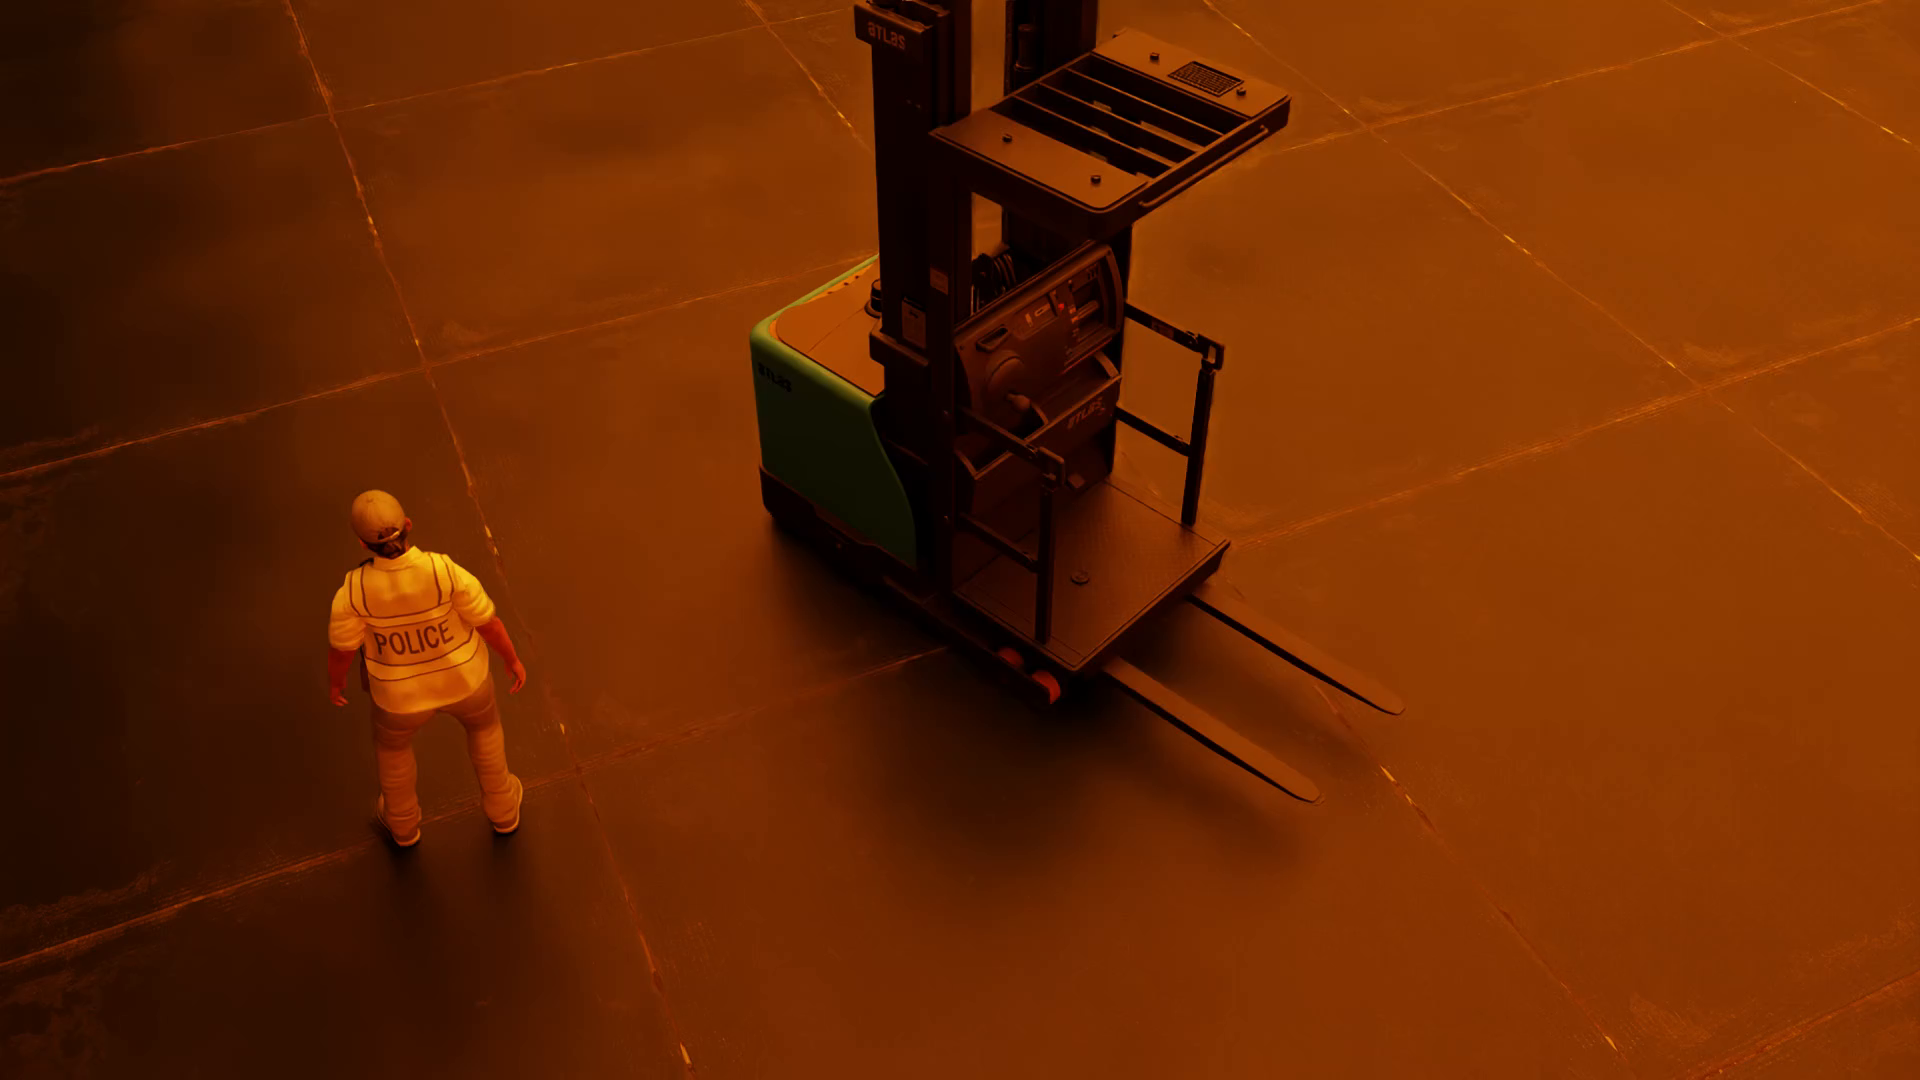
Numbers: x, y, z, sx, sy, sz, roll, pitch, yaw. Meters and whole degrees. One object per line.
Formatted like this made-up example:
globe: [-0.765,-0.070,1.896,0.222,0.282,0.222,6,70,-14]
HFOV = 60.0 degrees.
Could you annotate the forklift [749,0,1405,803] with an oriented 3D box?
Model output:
forklift: [0.482,-0.765,6.500,3.031,2.935,1.130,32,52,30]

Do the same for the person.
person: [-1.964,0.488,6.102,0.691,1.646,0.433,-15,45,-15]
